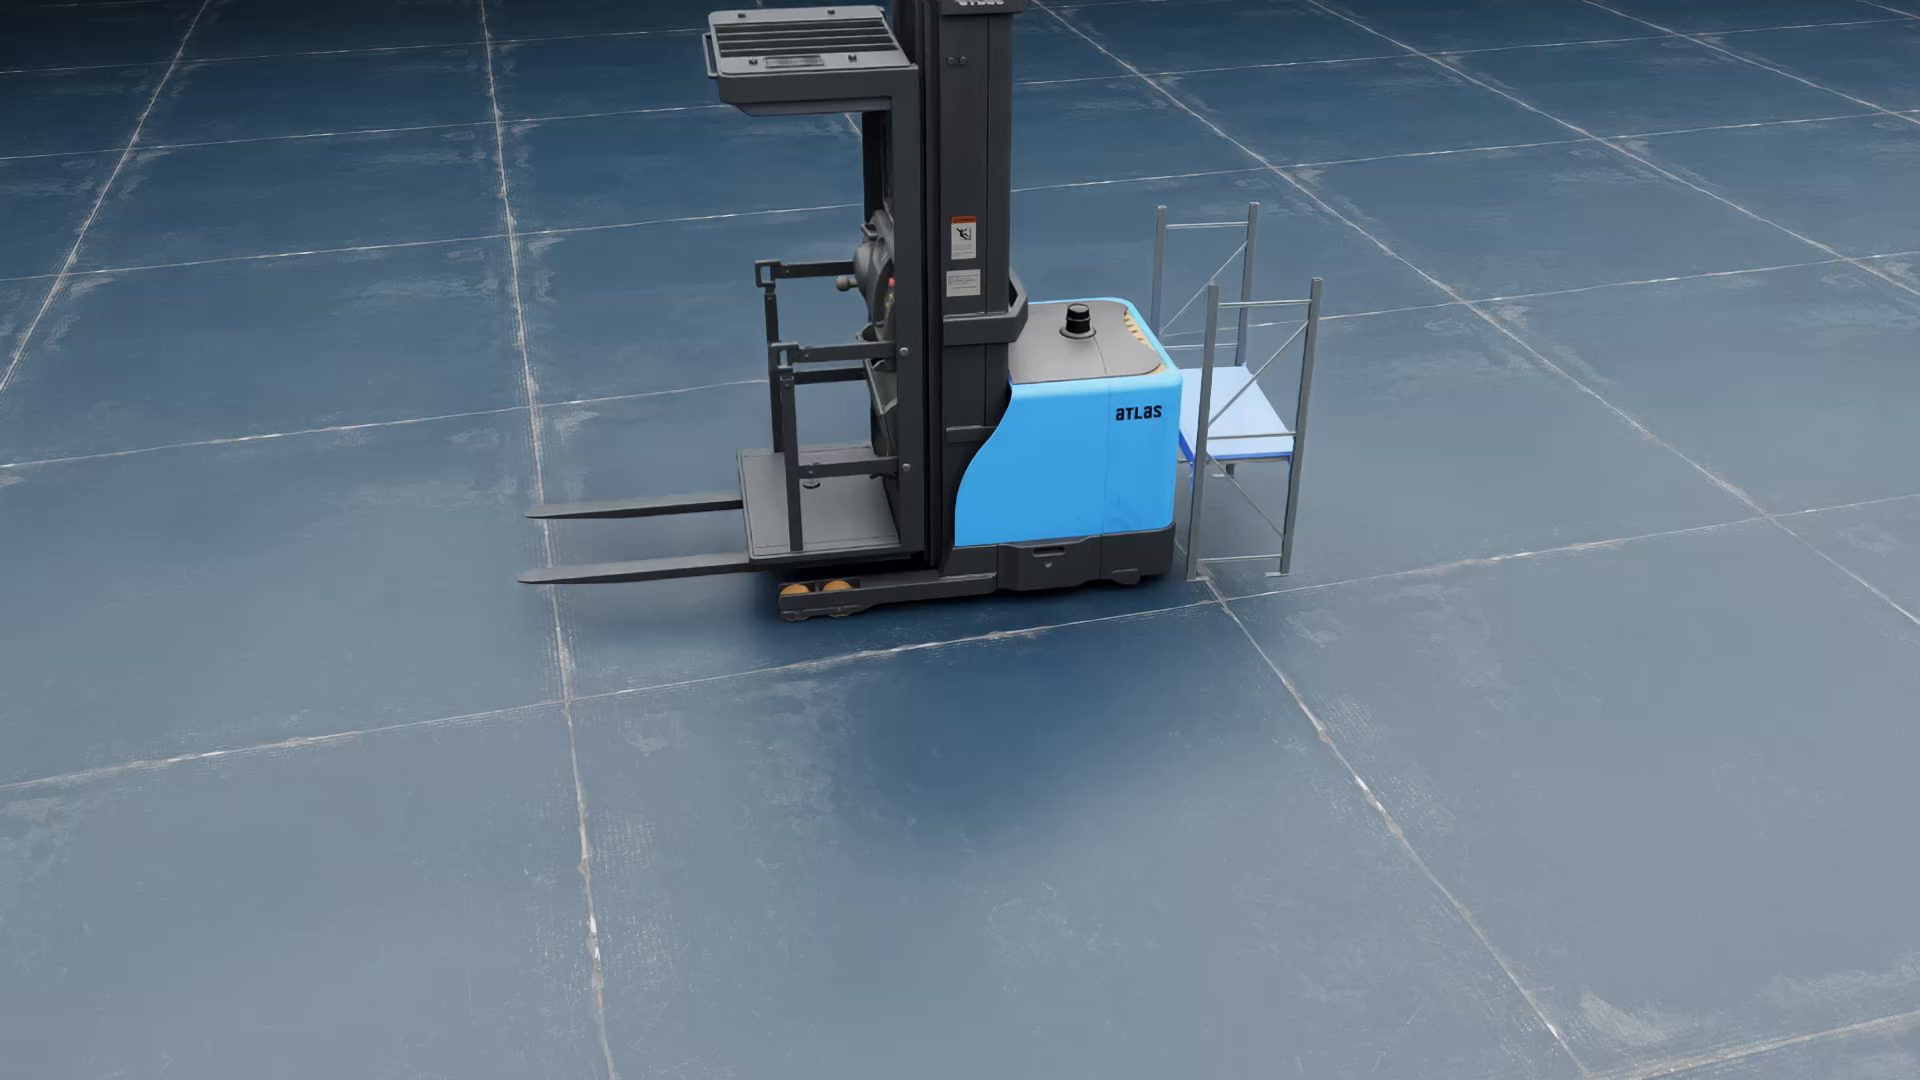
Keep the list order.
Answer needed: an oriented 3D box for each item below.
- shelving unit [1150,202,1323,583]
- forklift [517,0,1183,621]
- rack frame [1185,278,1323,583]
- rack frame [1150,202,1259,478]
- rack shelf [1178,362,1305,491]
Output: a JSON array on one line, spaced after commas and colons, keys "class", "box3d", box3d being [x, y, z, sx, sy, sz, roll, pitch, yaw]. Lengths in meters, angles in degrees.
[{"class": "shelving unit", "box3d": [1.264, -0.722, 8.001, 0.538, 1.500, 1.048, -3, 30, -6]}, {"class": "forklift", "box3d": [-0.556, -1.182, 7.366, 3.031, 2.935, 1.130, -5, 30, -8]}, {"class": "rack frame", "box3d": [1.323, -0.469, 7.564, 0.500, 1.500, 0.032, -3, 30, -6]}, {"class": "rack frame", "box3d": [1.204, -0.975, 8.438, 0.500, 1.500, 0.032, -3, 30, -6]}, {"class": "rack shelf", "box3d": [1.264, -0.567, 8.091, 0.538, 0.185, 1.000, -3, 30, -6]}]
